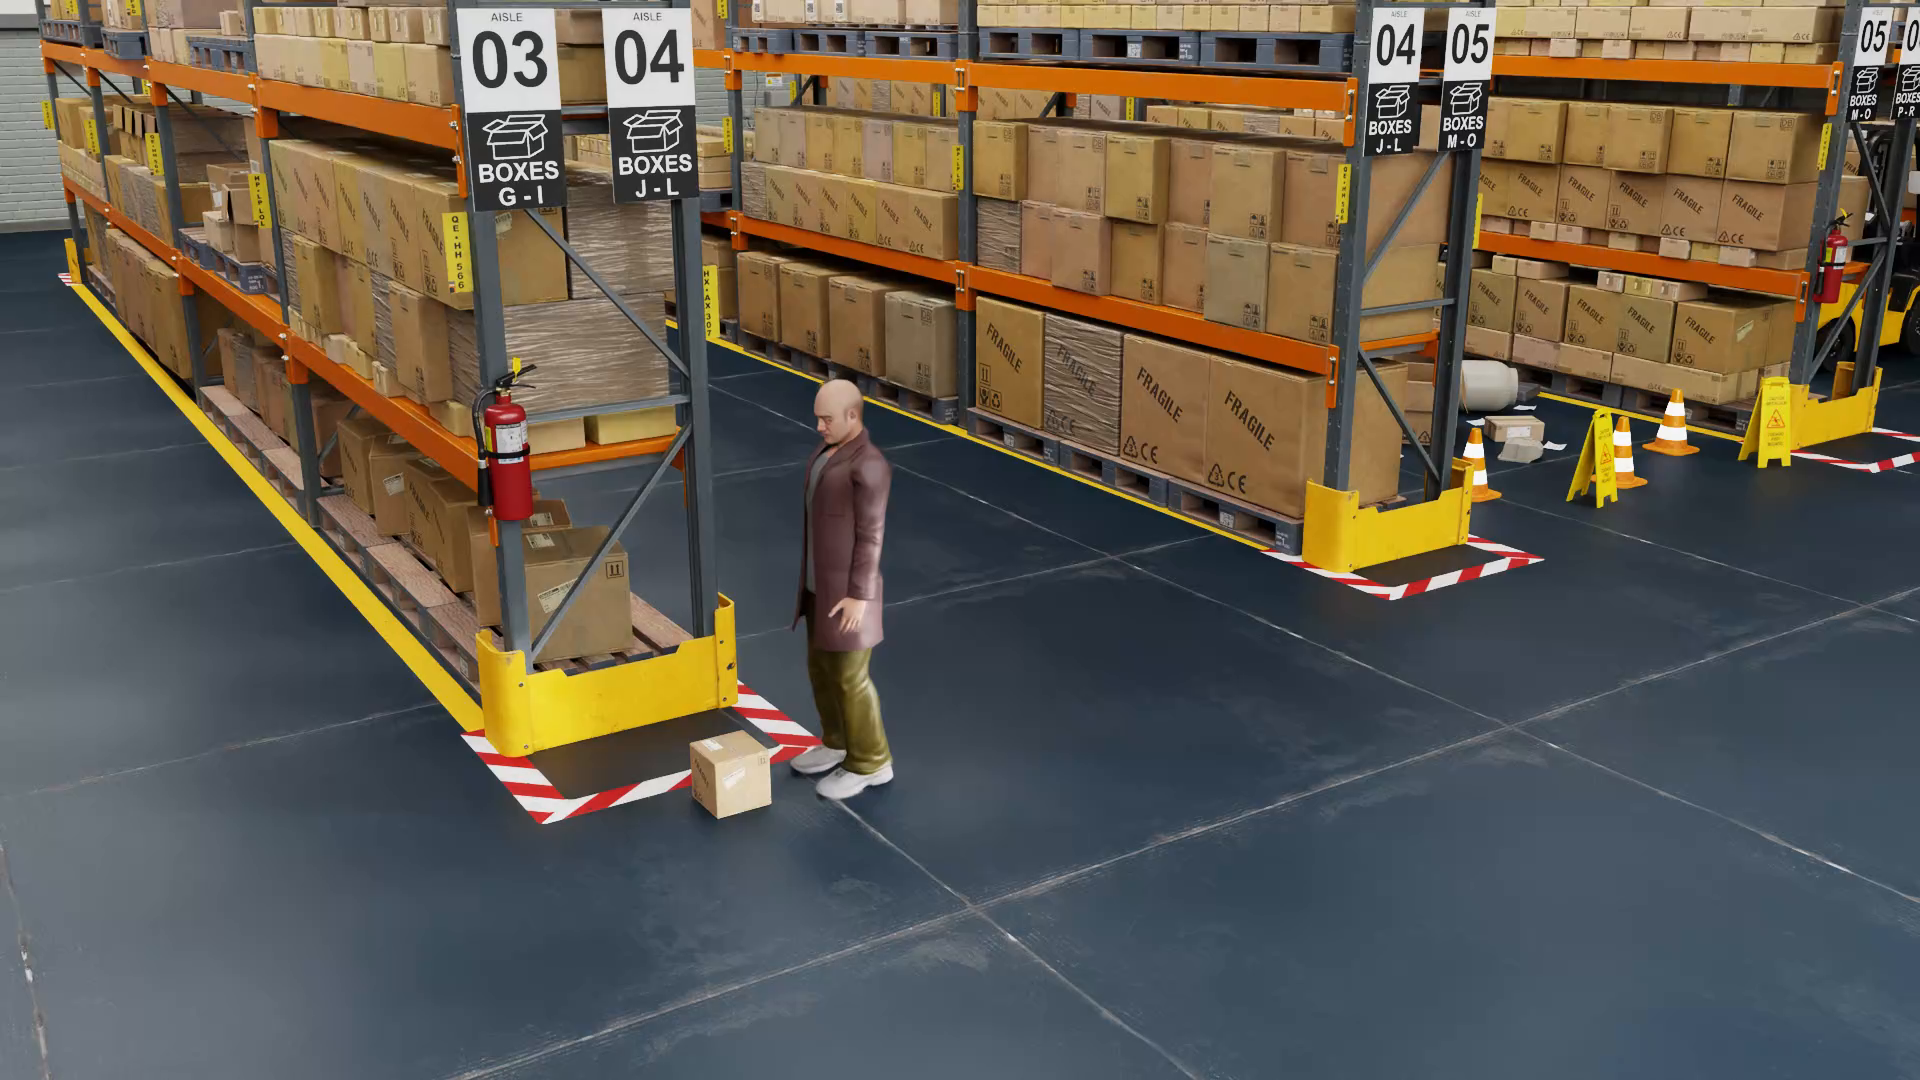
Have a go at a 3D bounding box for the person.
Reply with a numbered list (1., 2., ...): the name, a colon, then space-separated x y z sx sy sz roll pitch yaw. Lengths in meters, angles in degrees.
1. person: -0.503 0.197 6.981 0.379 1.774 0.562 -9 20 -26
